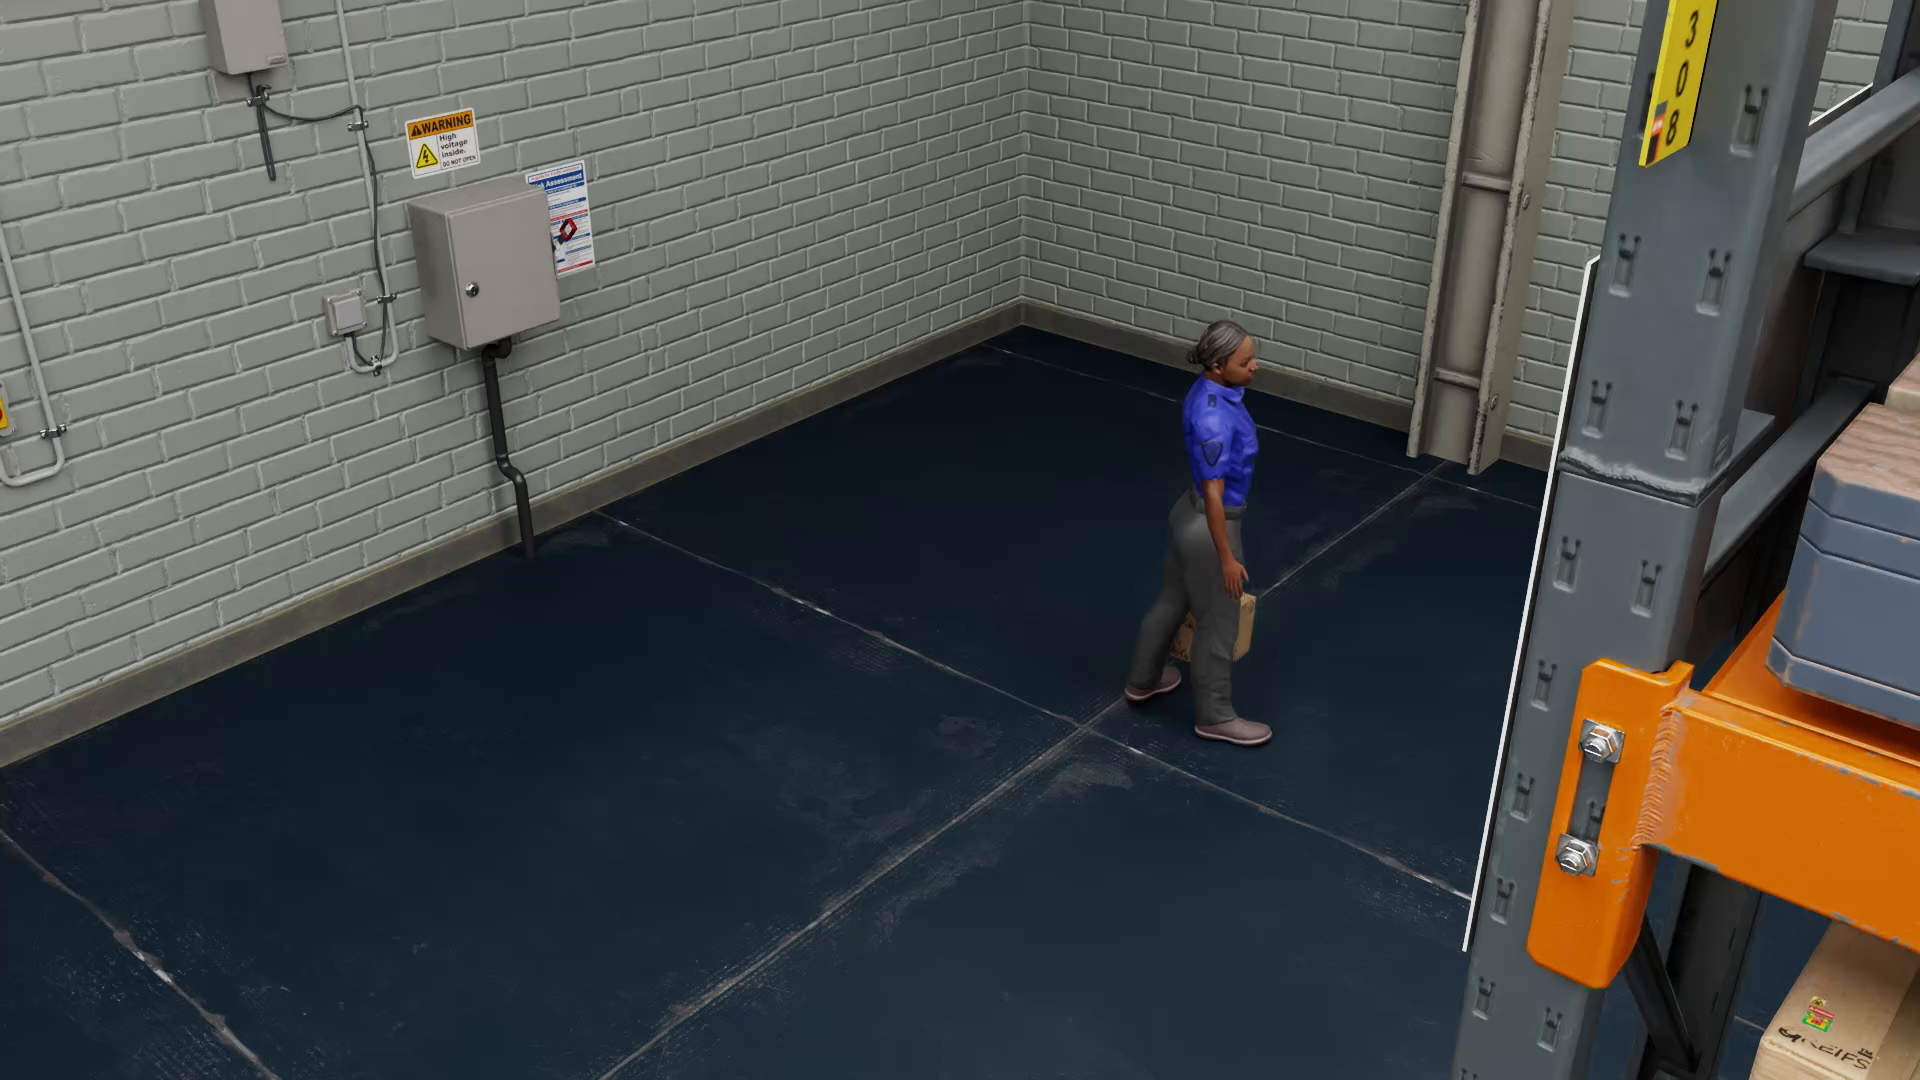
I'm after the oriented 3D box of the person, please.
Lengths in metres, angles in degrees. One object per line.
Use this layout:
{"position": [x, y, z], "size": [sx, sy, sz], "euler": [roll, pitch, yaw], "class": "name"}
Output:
{"position": [0.931, -0.029, 6.169], "size": [0.554, 1.653, 0.609], "euler": [1, 28, 1], "class": "person"}
